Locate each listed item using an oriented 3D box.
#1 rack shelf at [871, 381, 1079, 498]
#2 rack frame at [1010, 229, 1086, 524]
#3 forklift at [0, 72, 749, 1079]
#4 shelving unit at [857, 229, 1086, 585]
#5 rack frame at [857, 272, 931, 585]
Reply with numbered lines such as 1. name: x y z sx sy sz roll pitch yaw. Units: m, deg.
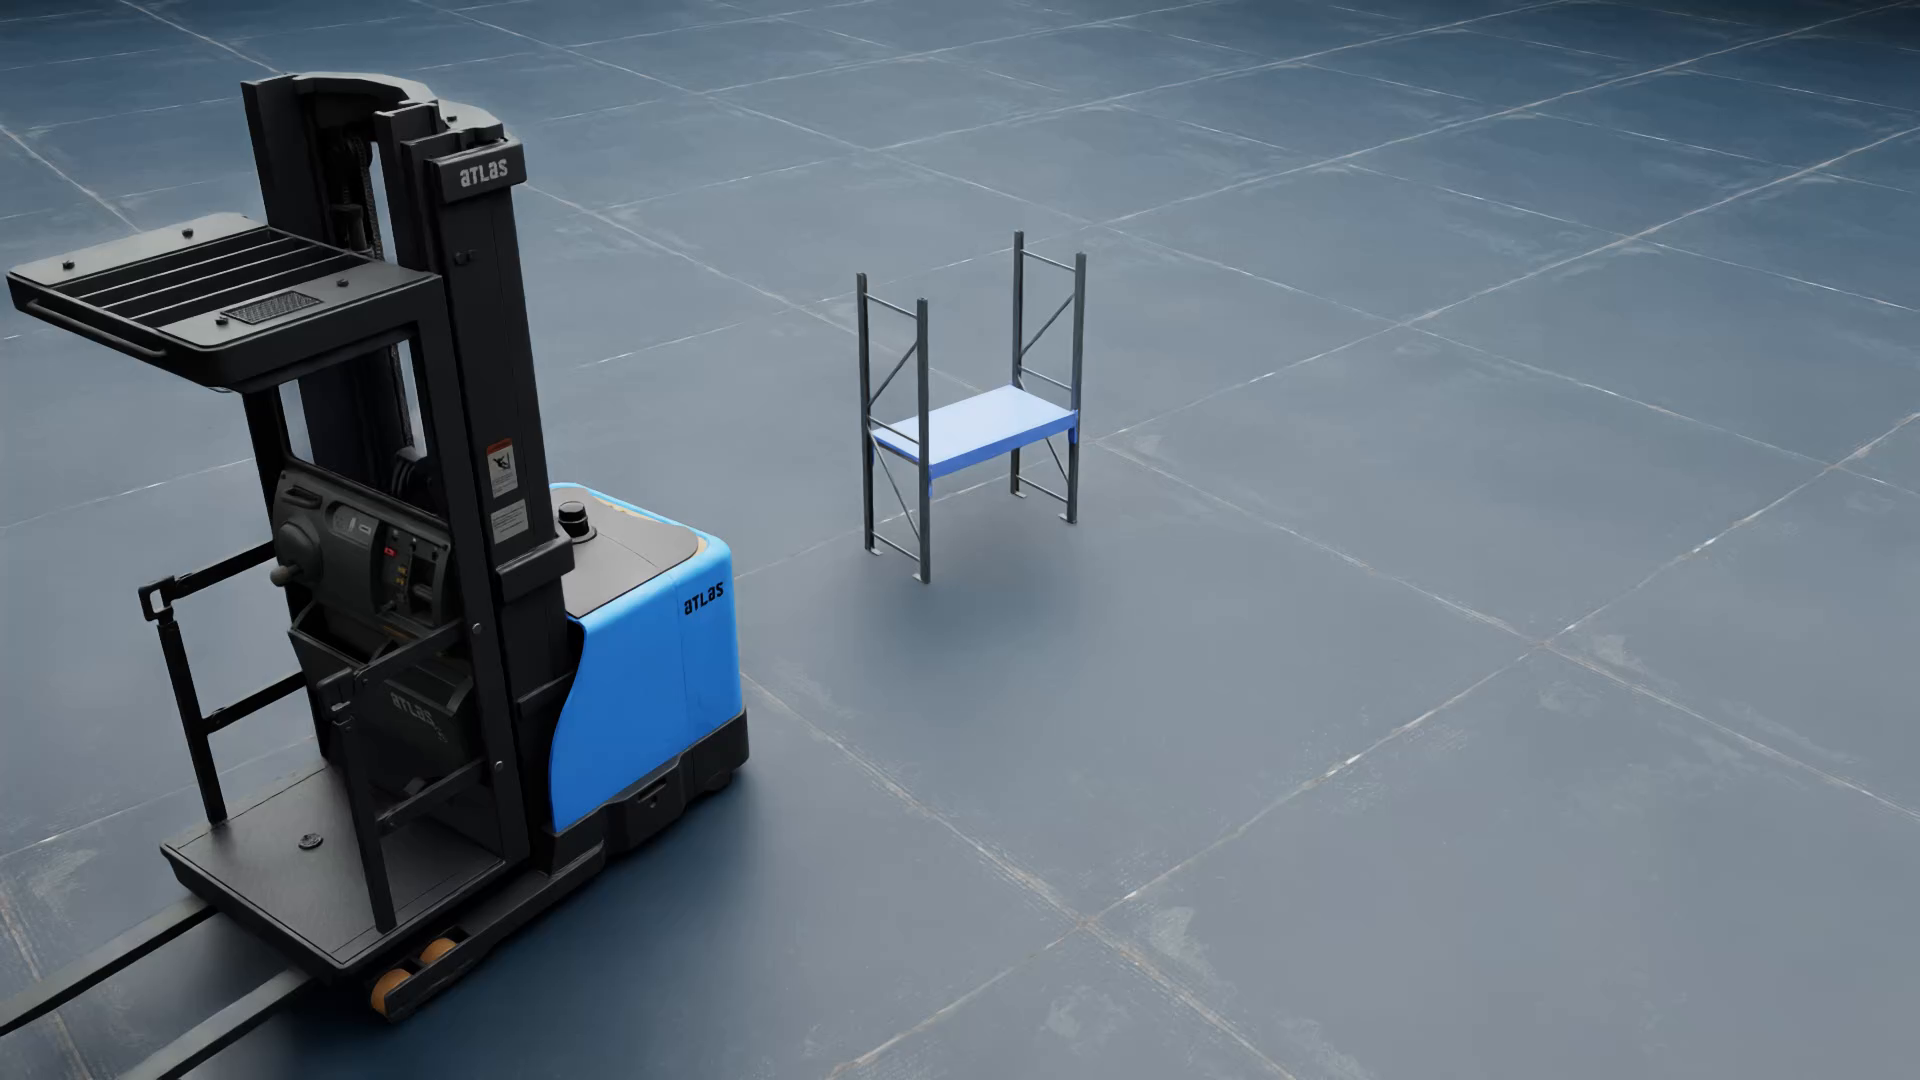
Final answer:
1. rack shelf: 0.065 -0.529 8.530 1.000 0.185 0.538 -22 35 -35
2. rack frame: 0.452 -0.843 8.736 0.032 1.500 0.500 -22 35 -35
3. forklift: -2.155 0.084 5.483 1.130 2.935 3.031 19 34 32
4. shelving unit: 0.065 -0.688 8.445 1.048 1.500 0.538 -22 35 -35
5. rack frame: -0.322 -0.532 8.154 0.032 1.500 0.500 -22 35 -35
